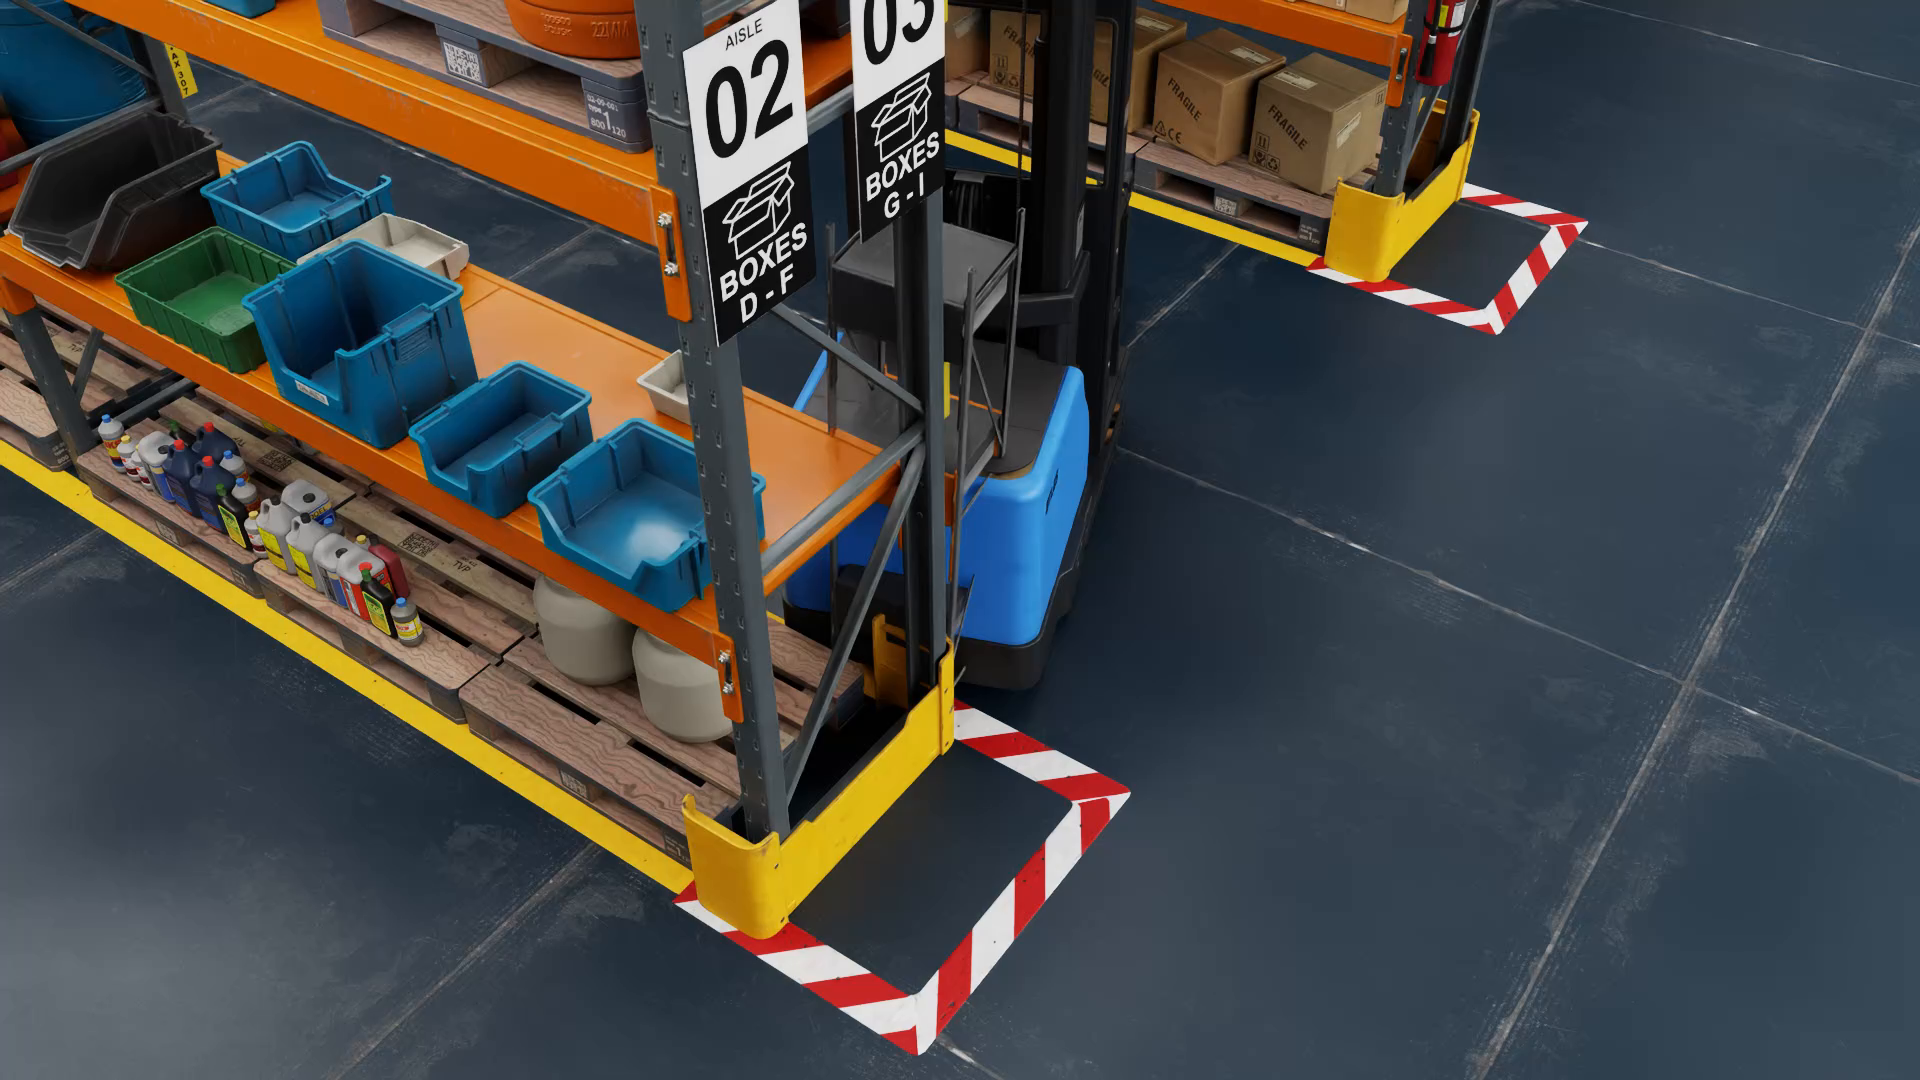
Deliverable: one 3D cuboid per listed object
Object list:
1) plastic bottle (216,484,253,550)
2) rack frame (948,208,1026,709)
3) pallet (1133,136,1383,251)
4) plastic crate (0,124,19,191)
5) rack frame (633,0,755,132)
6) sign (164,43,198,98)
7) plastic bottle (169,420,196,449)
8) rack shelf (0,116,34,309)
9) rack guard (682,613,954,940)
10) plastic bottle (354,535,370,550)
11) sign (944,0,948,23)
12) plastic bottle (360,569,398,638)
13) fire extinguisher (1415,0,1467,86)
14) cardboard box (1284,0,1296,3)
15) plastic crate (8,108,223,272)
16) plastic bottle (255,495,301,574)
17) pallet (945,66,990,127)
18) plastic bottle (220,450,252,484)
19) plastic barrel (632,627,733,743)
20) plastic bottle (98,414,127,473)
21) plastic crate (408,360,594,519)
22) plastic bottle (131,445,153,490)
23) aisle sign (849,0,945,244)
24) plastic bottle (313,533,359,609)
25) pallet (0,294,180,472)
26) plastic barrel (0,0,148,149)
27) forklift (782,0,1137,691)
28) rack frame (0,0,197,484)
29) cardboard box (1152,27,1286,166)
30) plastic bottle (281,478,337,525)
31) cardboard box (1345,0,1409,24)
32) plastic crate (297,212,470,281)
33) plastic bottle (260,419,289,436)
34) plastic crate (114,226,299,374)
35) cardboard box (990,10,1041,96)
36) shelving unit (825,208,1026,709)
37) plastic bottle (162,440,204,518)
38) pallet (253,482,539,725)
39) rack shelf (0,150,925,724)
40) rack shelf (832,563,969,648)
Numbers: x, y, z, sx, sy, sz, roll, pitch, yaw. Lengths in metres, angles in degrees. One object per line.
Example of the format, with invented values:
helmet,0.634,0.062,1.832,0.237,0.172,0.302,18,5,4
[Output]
plastic bottle,-2.971,-0.098,6.817,0.133,0.283,0.061,27,48,27
rack frame,0.070,-0.171,5.849,0.015,2.100,0.400,20,46,16
pallet,1.753,-2.133,9.475,1.213,0.211,1.003,25,48,25
plastic crate,-4.231,-1.682,6.833,0.583,0.464,0.402,25,48,25
rack frame,-0.384,-2.344,3.121,0.127,3.000,1.000,25,48,25
sign,-3.334,-2.039,7.072,0.005,0.325,0.100,25,48,25
plastic bottle,-3.309,-0.380,7.132,0.133,0.283,0.061,25,48,25
rack shelf,-5.296,-2.138,7.929,4.000,0.370,1.077,25,48,25
rack guard,-0.473,0.820,5.959,0.348,0.500,1.175,25,48,25
plastic bottle,-2.387,0.067,6.695,0.097,0.201,0.097,0,42,0
sign,-0.065,-1.528,4.452,0.005,0.325,0.100,25,48,25
plastic bottle,-2.246,0.241,6.438,0.133,0.283,0.061,26,48,26
fire extinguisher,2.289,-2.488,7.839,0.183,0.674,0.296,25,48,25
cardboard box,1.669,-2.879,8.406,0.250,0.149,0.380,25,48,25
plastic crate,-3.303,-1.347,6.552,0.504,0.338,0.767,25,48,25
plastic bottle,-2.734,-0.046,6.709,0.185,0.351,0.144,25,47,25
pallet,-0.245,-3.067,10.519,1.213,0.211,1.003,25,48,25
plastic bottle,-3.048,-0.262,7.010,0.097,0.271,0.097,0,42,0
plastic barrel,-0.967,0.452,6.046,0.421,0.512,0.421,0,42,0
plastic bottle,-3.650,-0.426,7.193,0.097,0.271,0.097,0,42,0
plastic crate,-1.494,-0.333,5.484,0.408,0.251,0.499,25,48,25
plastic bottle,-3.483,-0.322,7.129,0.097,0.201,0.097,0,42,0
aisle sign,-0.157,-1.210,4.403,0.004,0.787,0.394,25,48,25
plastic bottle,-2.444,0.114,6.586,0.135,0.276,0.152,24,47,24
pallet,-4.324,-0.880,8.076,1.213,0.211,1.003,25,48,25
plastic barrel,-3.801,-2.140,7.016,0.708,0.901,0.600,25,48,25
forklift,0.153,-1.499,6.727,1.130,2.935,3.031,10,43,10
rack frame,-3.659,-1.640,6.833,0.127,3.000,1.000,25,48,25
cardboard box,1.449,-2.496,9.350,0.500,0.500,0.500,-29,49,-28
plastic bottle,-2.669,-0.109,6.835,0.135,0.276,0.152,25,48,25
cardboard box,2.108,-2.715,8.224,0.250,0.149,0.380,25,48,25
plastic crate,-2.184,-1.058,6.381,0.437,0.136,0.530,25,48,25
plastic bottle,-3.049,-0.649,7.382,0.185,0.351,0.144,25,48,25
plastic crate,-2.710,-0.887,6.151,0.662,0.188,0.450,25,48,25
cardboard box,0.516,-2.984,9.895,0.500,0.500,0.500,21,46,22
shelving unit,-0.150,-0.251,5.917,0.503,2.100,0.431,20,46,16
plastic bottle,-3.236,-0.281,6.971,0.185,0.351,0.144,26,48,26
pallet,-2.130,0.146,6.929,1.213,0.211,1.003,25,48,25
rack shelf,-2.021,-0.606,6.217,4.000,0.370,1.077,25,48,25
rack shelf,-0.182,0.262,6.412,0.480,0.518,0.431,20,46,16
